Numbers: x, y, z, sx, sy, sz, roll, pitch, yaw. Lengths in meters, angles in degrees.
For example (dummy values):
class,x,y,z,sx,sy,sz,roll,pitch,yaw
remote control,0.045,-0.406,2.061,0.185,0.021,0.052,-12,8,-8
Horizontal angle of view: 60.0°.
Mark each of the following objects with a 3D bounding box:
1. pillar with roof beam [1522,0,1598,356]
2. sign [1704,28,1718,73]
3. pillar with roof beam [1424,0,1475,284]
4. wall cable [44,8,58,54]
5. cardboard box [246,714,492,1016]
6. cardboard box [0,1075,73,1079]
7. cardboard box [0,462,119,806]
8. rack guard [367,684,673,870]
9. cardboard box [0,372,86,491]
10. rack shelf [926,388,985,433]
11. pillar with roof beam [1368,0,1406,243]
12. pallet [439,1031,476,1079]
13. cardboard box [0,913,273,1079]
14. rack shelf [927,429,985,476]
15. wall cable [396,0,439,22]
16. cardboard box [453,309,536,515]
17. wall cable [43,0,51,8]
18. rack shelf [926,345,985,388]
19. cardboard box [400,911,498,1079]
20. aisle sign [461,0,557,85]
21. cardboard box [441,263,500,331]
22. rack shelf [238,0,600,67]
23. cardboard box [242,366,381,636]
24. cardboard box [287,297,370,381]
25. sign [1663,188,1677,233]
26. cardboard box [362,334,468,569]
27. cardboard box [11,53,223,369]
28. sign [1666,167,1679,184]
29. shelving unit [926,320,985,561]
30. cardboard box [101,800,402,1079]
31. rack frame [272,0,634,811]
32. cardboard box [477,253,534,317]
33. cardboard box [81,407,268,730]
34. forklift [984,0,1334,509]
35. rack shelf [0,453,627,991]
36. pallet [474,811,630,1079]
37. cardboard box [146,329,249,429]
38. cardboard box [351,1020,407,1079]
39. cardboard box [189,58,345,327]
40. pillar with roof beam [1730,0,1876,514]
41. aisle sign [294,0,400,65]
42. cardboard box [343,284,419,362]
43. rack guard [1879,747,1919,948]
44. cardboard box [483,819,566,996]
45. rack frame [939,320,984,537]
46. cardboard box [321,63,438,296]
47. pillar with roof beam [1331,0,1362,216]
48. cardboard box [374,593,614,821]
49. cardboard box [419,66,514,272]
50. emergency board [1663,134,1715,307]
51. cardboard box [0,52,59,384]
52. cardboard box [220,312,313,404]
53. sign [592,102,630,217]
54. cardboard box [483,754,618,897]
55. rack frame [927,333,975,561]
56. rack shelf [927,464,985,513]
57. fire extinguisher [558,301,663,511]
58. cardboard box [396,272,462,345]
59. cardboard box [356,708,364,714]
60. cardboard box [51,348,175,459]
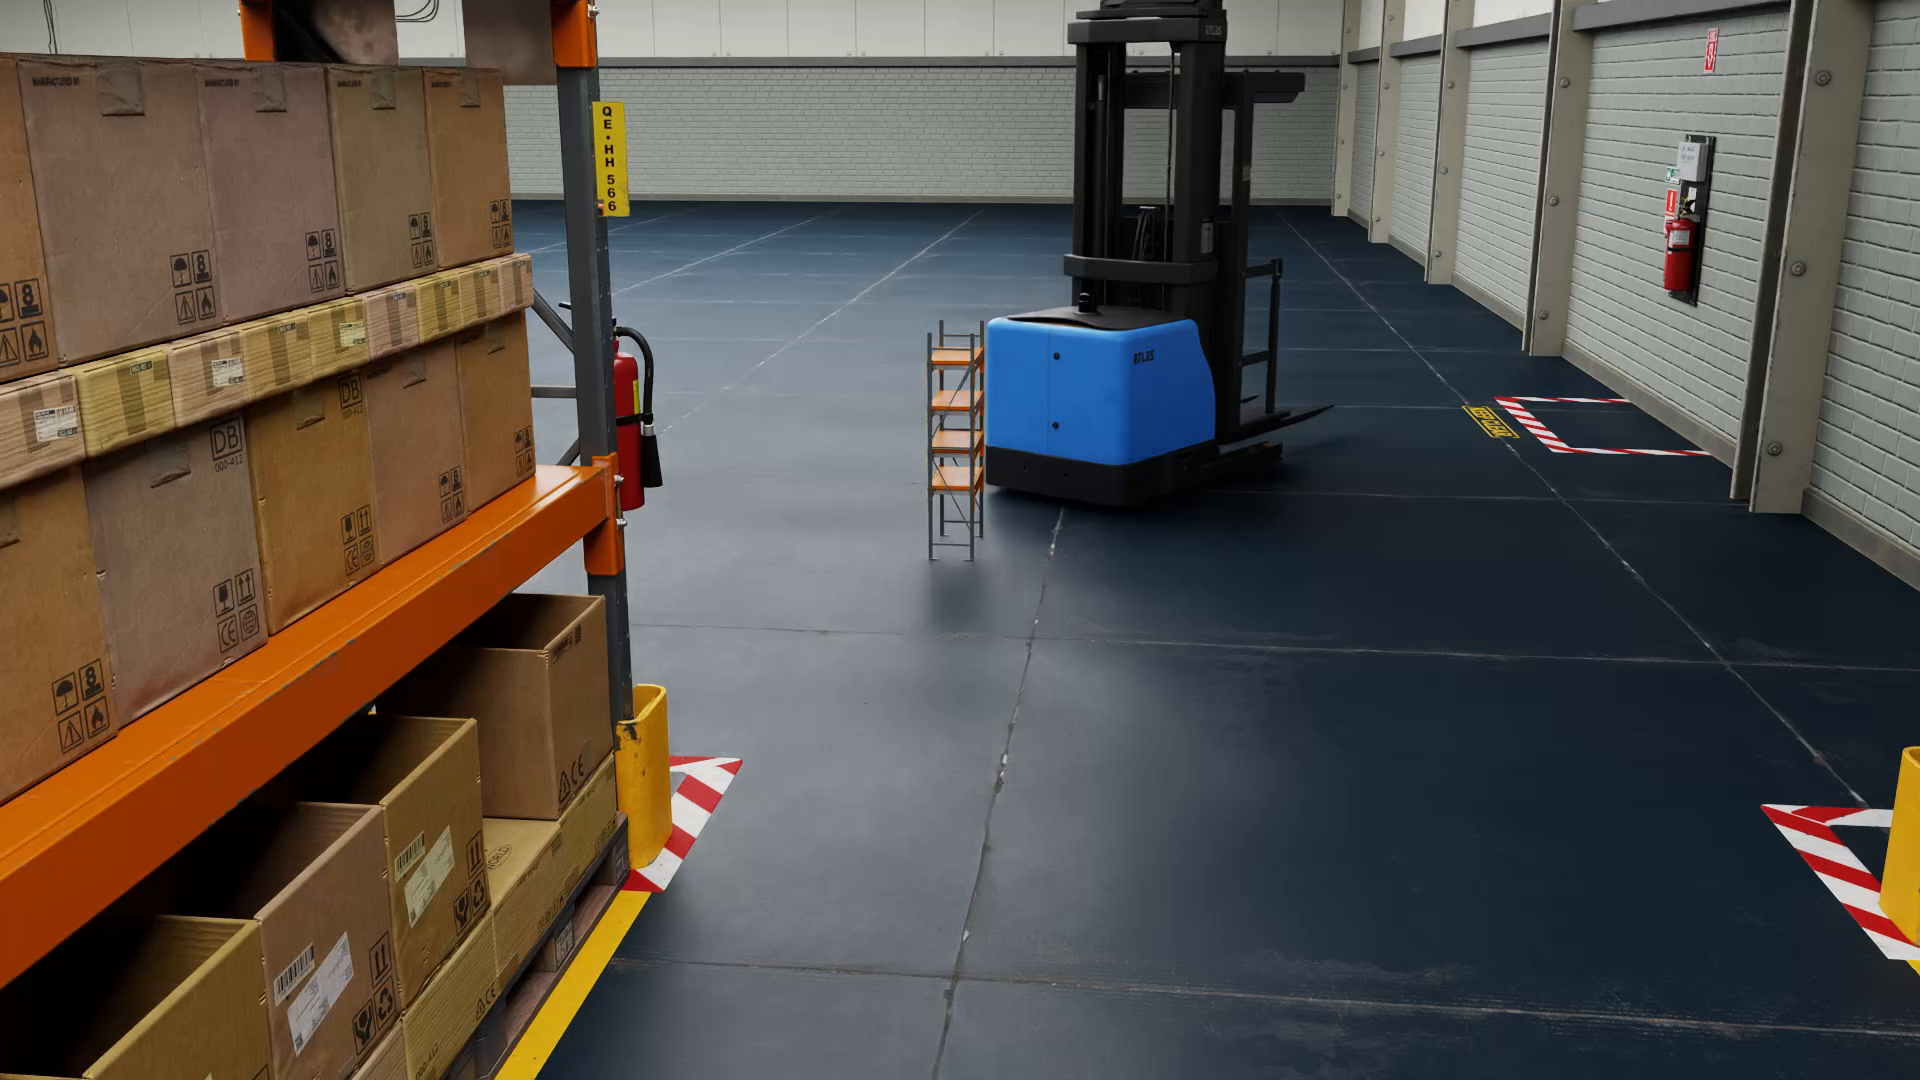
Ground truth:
class,x,y,z,sx,sy,sz,roll,pitch,yaw
pillar with roof beam,1.224,-6.236,14.986,9.100,9.000,0.400,2,15,6
sign,5.241,-3.415,11.605,0.001,0.298,0.199,2,15,6
pillar with roof beam,1.901,-7.792,20.741,9.100,9.000,0.400,2,15,6
wall cable,-22.120,-10.932,38.300,3.097,2.526,0.112,2,15,6
cardboard box,-1.419,0.717,3.790,0.500,0.500,0.500,2,15,6
cardboard box,-1.595,1.106,2.352,0.500,0.500,0.500,2,15,6
cardboard box,-1.849,0.154,2.655,0.700,0.500,0.500,2,15,7
rack guard,-1.553,0.747,5.441,1.175,0.500,0.348,2,15,6
cardboard box,-1.643,-0.175,2.630,0.380,0.149,0.250,1,15,5
rack shelf,-0.019,-0.687,8.806,0.258,0.148,0.480,2,15,6
pillar with roof beam,2.578,-9.349,26.496,9.100,9.000,0.400,2,15,6
pallet,-1.740,1.408,3.550,1.003,0.211,1.213,2,15,6
cardboard box,-1.531,0.976,2.831,0.500,0.500,0.500,2,15,6
rack shelf,-0.019,-0.471,8.864,0.258,0.148,0.480,2,15,6
wall cable,-12.689,-13.789,36.401,2.305,6.003,0.169,2,15,6
cardboard box,-1.621,-0.381,4.632,0.700,0.500,0.500,2,15,6
wall cable,-19.432,-13.290,37.346,3.097,2.526,0.112,2,15,6
rack shelf,-0.019,-0.916,8.744,0.258,0.148,0.480,2,15,6
cardboard box,-1.422,1.079,3.888,0.500,0.250,0.500,2,15,6
aisle sign,-1.256,-1.716,4.783,0.394,0.787,0.004,2,15,6
cardboard box,-1.437,-0.642,4.355,0.380,0.149,0.250,2,15,8
rack shelf,-1.781,-1.035,2.875,1.077,0.370,4.000,2,15,6
cardboard box,-1.737,-0.116,3.652,0.700,0.500,0.500,2,15,7
cardboard box,-1.526,-0.442,3.617,0.380,0.149,0.250,2,15,8
sign,5.306,-2.455,12.425,0.001,0.329,0.234,2,15,6
cardboard box,-1.675,-0.244,4.128,0.700,0.500,0.500,2,15,8
cardboard box,-1.793,-0.596,2.943,0.700,0.500,0.500,2,15,6
sign,5.297,-2.710,12.353,0.001,0.109,0.331,2,15,6
shelving unit,-0.019,-0.536,8.847,0.258,1.200,0.503,2,15,6
cardboard box,-1.476,0.847,3.311,0.500,0.500,0.500,2,15,6
rack frame,-1.556,-0.453,5.091,1.000,3.000,0.127,2,15,6
cardboard box,-1.409,-0.710,4.606,0.380,0.149,0.250,1,15,5
cardboard box,-1.793,0.021,3.147,0.700,0.500,0.500,2,15,8
forklift,1.465,-1.918,10.642,1.130,2.935,3.031,12,19,38
rack shelf,-1.781,0.413,3.267,1.077,0.370,4.000,2,15,6
pallet,-1.600,1.092,4.717,1.003,0.211,1.213,2,15,6
cardboard box,-1.582,-0.307,3.118,0.380,0.149,0.250,1,15,5
cardboard box,-1.480,1.209,3.409,0.500,0.250,0.500,2,15,6
cardboard box,-1.737,-0.726,3.423,0.700,0.500,0.500,2,15,6
pillar with roof beam,0.547,-4.680,9.231,9.100,9.000,0.400,2,15,6
aisle sign,-1.852,-1.734,4.848,0.394,0.787,0.004,2,15,6
cardboard box,-1.497,-0.510,3.869,0.380,0.149,0.250,2,15,7
rack guard,3.358,0.918,4.809,1.175,0.500,0.348,2,15,6
cardboard box,-1.367,0.949,4.368,0.500,0.250,0.500,2,15,6
rack frame,0.009,-0.600,9.081,0.240,1.200,0.015,2,15,6
cardboard box,-1.681,-0.857,3.907,0.700,0.500,0.500,1,15,5
pillar with roof beam,3.255,-10.905,32.251,9.100,9.000,0.400,2,15,6
cardboard box,-1.320,0.457,4.751,0.500,0.500,0.500,2,15,6
cardboard box,-1.627,-0.993,4.412,0.700,0.500,0.500,2,15,6
emergency board,5.141,-2.297,11.911,0.194,1.169,0.643,2,15,6
cardboard box,-1.850,-0.466,2.464,0.700,0.500,0.500,2,15,6
cardboard box,-1.554,-0.374,3.364,0.380,0.149,0.250,2,15,8
sign,-1.018,-1.107,4.837,0.100,0.325,0.005,2,15,6
cardboard box,-1.322,0.819,4.849,0.500,0.250,0.500,2,15,6
rack frame,-0.046,-0.473,8.613,0.240,1.200,0.015,2,15,6
rack shelf,-0.019,-0.280,8.916,0.258,0.148,0.480,2,15,6
fire extinguisher,-1.081,-0.433,5.164,0.296,0.674,0.183,2,15,6
cardboard box,-1.466,-0.576,4.110,0.380,0.149,0.250,1,15,5
cardboard box,-1.892,0.572,4.328,0.500,0.500,0.500,2,15,6
cardboard box,-1.613,-0.243,2.880,0.380,0.149,0.250,2,15,6
